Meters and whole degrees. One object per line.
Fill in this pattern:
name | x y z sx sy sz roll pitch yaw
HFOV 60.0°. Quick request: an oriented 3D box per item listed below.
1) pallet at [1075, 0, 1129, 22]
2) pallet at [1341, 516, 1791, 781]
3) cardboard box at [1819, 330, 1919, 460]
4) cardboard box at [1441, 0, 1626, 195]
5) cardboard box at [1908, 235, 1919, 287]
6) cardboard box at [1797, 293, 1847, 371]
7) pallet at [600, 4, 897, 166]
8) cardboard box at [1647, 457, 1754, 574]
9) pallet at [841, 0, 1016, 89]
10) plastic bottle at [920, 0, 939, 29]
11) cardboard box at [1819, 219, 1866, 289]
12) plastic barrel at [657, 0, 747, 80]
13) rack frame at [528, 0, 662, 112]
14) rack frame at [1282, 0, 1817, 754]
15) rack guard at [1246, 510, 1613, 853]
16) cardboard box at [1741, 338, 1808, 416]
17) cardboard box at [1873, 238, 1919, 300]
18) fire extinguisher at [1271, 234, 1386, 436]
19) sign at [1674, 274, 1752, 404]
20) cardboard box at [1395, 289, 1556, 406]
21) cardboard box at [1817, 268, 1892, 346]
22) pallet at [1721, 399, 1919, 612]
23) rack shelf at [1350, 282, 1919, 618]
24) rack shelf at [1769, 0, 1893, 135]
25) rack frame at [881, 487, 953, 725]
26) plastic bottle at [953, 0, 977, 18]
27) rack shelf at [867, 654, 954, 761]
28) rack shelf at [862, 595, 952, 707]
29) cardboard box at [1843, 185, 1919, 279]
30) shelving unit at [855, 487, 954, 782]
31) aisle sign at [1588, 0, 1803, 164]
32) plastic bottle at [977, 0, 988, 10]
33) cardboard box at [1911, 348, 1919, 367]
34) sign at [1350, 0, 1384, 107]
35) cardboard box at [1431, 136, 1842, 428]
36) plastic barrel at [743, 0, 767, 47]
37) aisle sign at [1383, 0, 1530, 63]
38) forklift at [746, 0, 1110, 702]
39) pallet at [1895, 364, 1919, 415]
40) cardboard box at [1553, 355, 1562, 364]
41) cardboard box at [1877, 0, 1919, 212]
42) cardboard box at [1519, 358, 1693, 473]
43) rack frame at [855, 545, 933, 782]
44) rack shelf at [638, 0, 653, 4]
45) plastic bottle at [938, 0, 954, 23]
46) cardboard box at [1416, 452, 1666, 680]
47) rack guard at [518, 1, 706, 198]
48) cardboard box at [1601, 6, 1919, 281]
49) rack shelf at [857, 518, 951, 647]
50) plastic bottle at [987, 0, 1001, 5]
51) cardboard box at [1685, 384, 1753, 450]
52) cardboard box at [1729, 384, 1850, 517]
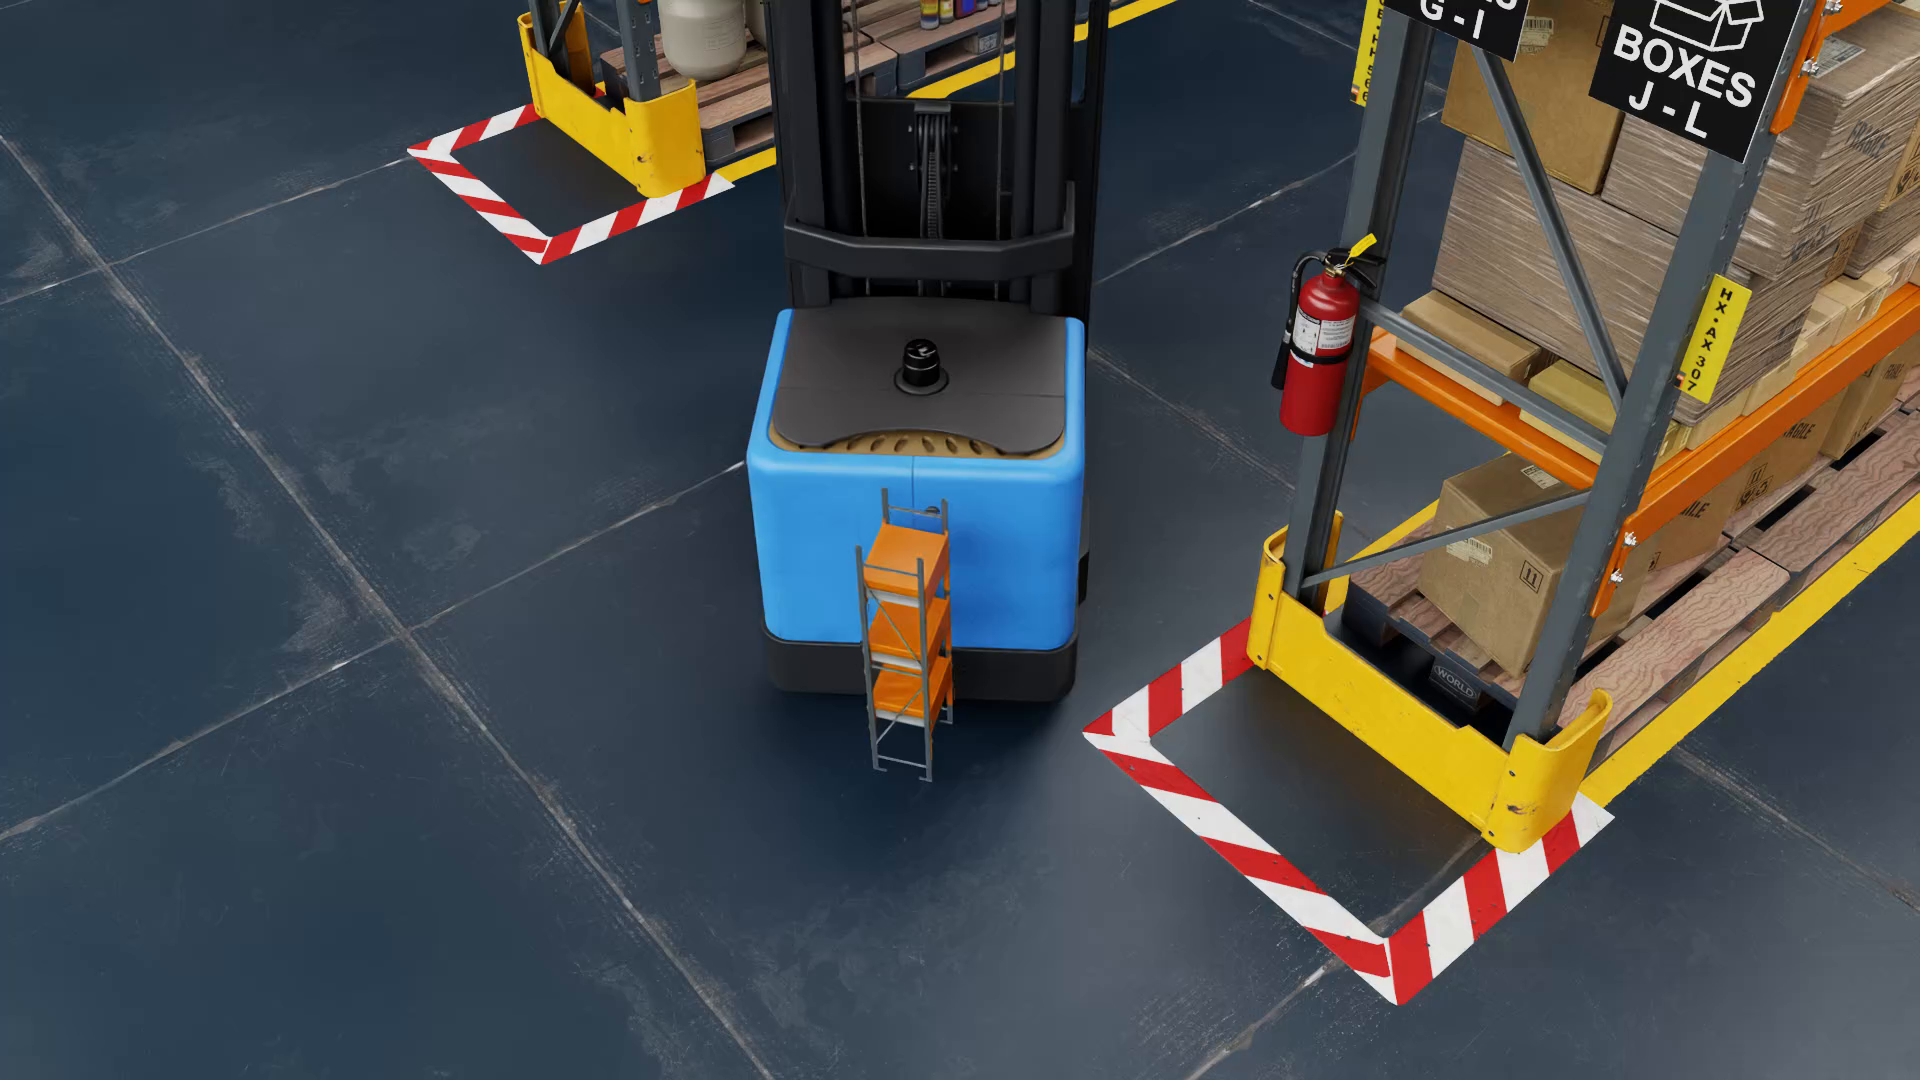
pallet | 0.774 -3.511 9.834 1.213 0.211 1.003 -30 51 -28
pallet | 2.130 0.202 5.881 1.213 0.211 1.003 -30 51 -28
cardboard box | 3.301 -0.718 6.342 0.500 0.500 0.500 34 53 31
cardboard box | 1.689 -1.324 4.448 0.500 0.500 0.500 -30 51 -28
cardboard box | 3.010 -0.959 5.264 0.250 0.149 0.380 -30 51 -28
cardboard box | 2.381 -0.674 4.960 0.250 0.149 0.380 -30 51 -28
pallet | -1.097 -2.439 8.693 1.213 0.211 1.003 -30 51 -28
cardboard box | 2.352 -0.231 5.824 0.500 0.500 0.500 -17 46 -18
pallet | -0.162 -2.972 9.261 1.213 0.211 1.003 -30 51 -28
plastic bottle | -0.161 -2.842 8.757 0.097 0.271 0.097 0 43 0
cardboard box | 2.172 -1.098 4.937 0.500 0.500 0.875 -30 51 -28
plastic barrel | -1.296 -2.619 8.358 0.421 0.512 0.421 0 43 0
rack frame | -1.752 -3.044 7.300 0.127 3.000 1.000 -30 51 -28
rack frame | 1.426 -0.443 4.531 0.127 3.000 1.000 -30 51 -28
rack guard | 1.484 0.435 5.422 0.348 0.500 1.175 -30 51 -28
cardboard box | 2.203 -0.553 4.831 0.250 0.149 0.380 -30 51 -28
cardboard box | 2.752 -0.904 5.205 0.250 0.149 0.380 -30 51 -28
fire extinguisher | 1.042 -0.606 4.761 0.183 0.674 0.296 -30 51 -28
sign | 1.774 -0.474 3.931 0.005 0.325 0.100 -30 51 -28
cardboard box | 1.512 -0.585 4.865 0.250 0.149 0.380 -30 51 -28
cardboard box | 2.578 -0.780 5.073 0.250 0.149 0.380 -30 51 -28
pallet | 3.065 -0.331 6.448 1.213 0.211 1.003 -30 51 -28
rack shelf | 2.960 -1.059 5.712 4.000 0.370 1.077 -30 51 -28
rack shelf | 2.960 -2.153 4.685 4.000 0.370 1.077 -30 51 -28
rack frame | -0.127 0.232 5.220 0.200 1.050 0.008 11 47 12
plastic bottle | 0.024 -2.937 8.848 0.133 0.283 0.061 -29 50 -27
rack shelf | -0.156 0.518 5.345 0.215 0.259 0.240 11 47 12
rack shelf | -0.160 0.324 5.146 0.215 0.259 0.240 11 47 12
cardboard box | 2.583 -1.294 5.147 0.500 0.500 0.875 -30 51 -28
shelving unit | -0.160 0.316 5.138 0.215 1.050 0.252 11 47 12
aisle sign | 1.571 -1.206 3.444 0.004 0.787 0.394 -30 51 -28
plastic bottle | 0.102 -2.993 8.917 0.097 0.271 0.097 0 43 0
cardboard box | 3.727 -1.032 6.676 0.500 0.500 0.500 -15 45 -16
sign | 1.085 -1.280 4.346 0.005 0.325 0.100 -30 51 -28
cardboard box | 1.865 -0.815 4.636 0.500 0.500 0.875 -30 51 -28
plastic barrel | -0.912 -2.839 8.593 0.421 0.512 0.421 0 43 0
aisle sign | 1.186 -1.521 3.779 0.004 0.787 0.394 -30 51 -28
forklift | -0.061 -1.524 5.732 1.130 2.935 3.031 2 43 2
pallet | 4.001 -0.870 7.022 1.213 0.211 1.003 -30 51 -28
cardboard box | 1.704 -0.694 4.982 0.250 0.149 0.380 -30 51 -28
cardboard box | 2.411 -1.267 4.387 0.500 0.500 0.500 -30 51 -28
cardboard box | 1.797 -0.351 4.617 0.250 0.149 0.380 -30 51 -28
rack frame | -0.193 0.401 5.057 0.200 1.050 0.008 11 47 12
rack shelf | -0.218 -3.660 8.481 4.000 0.370 1.077 -30 51 -28
plastic bottle | -0.082 -2.862 8.829 0.097 0.201 0.097 0 43 0
cardboard box | 1.916 0.050 5.525 0.500 0.500 0.500 -21 47 -21
rack guard | -1.724 -2.191 8.217 0.348 0.500 1.175 -30 51 -28
cardboard box | 2.023 -1.051 4.157 0.500 0.500 0.500 -30 51 -28
rack shelf | -0.164 0.126 4.942 0.215 0.259 0.240 11 47 12
plastic bottle | 0.178 -3.037 8.964 0.097 0.271 0.097 0 43 0
cardboard box | 2.001 -0.451 4.723 0.250 0.149 0.380 -30 51 -28
cardboard box | 2.844 -0.496 6.106 0.500 0.500 0.500 -25 49 -24
